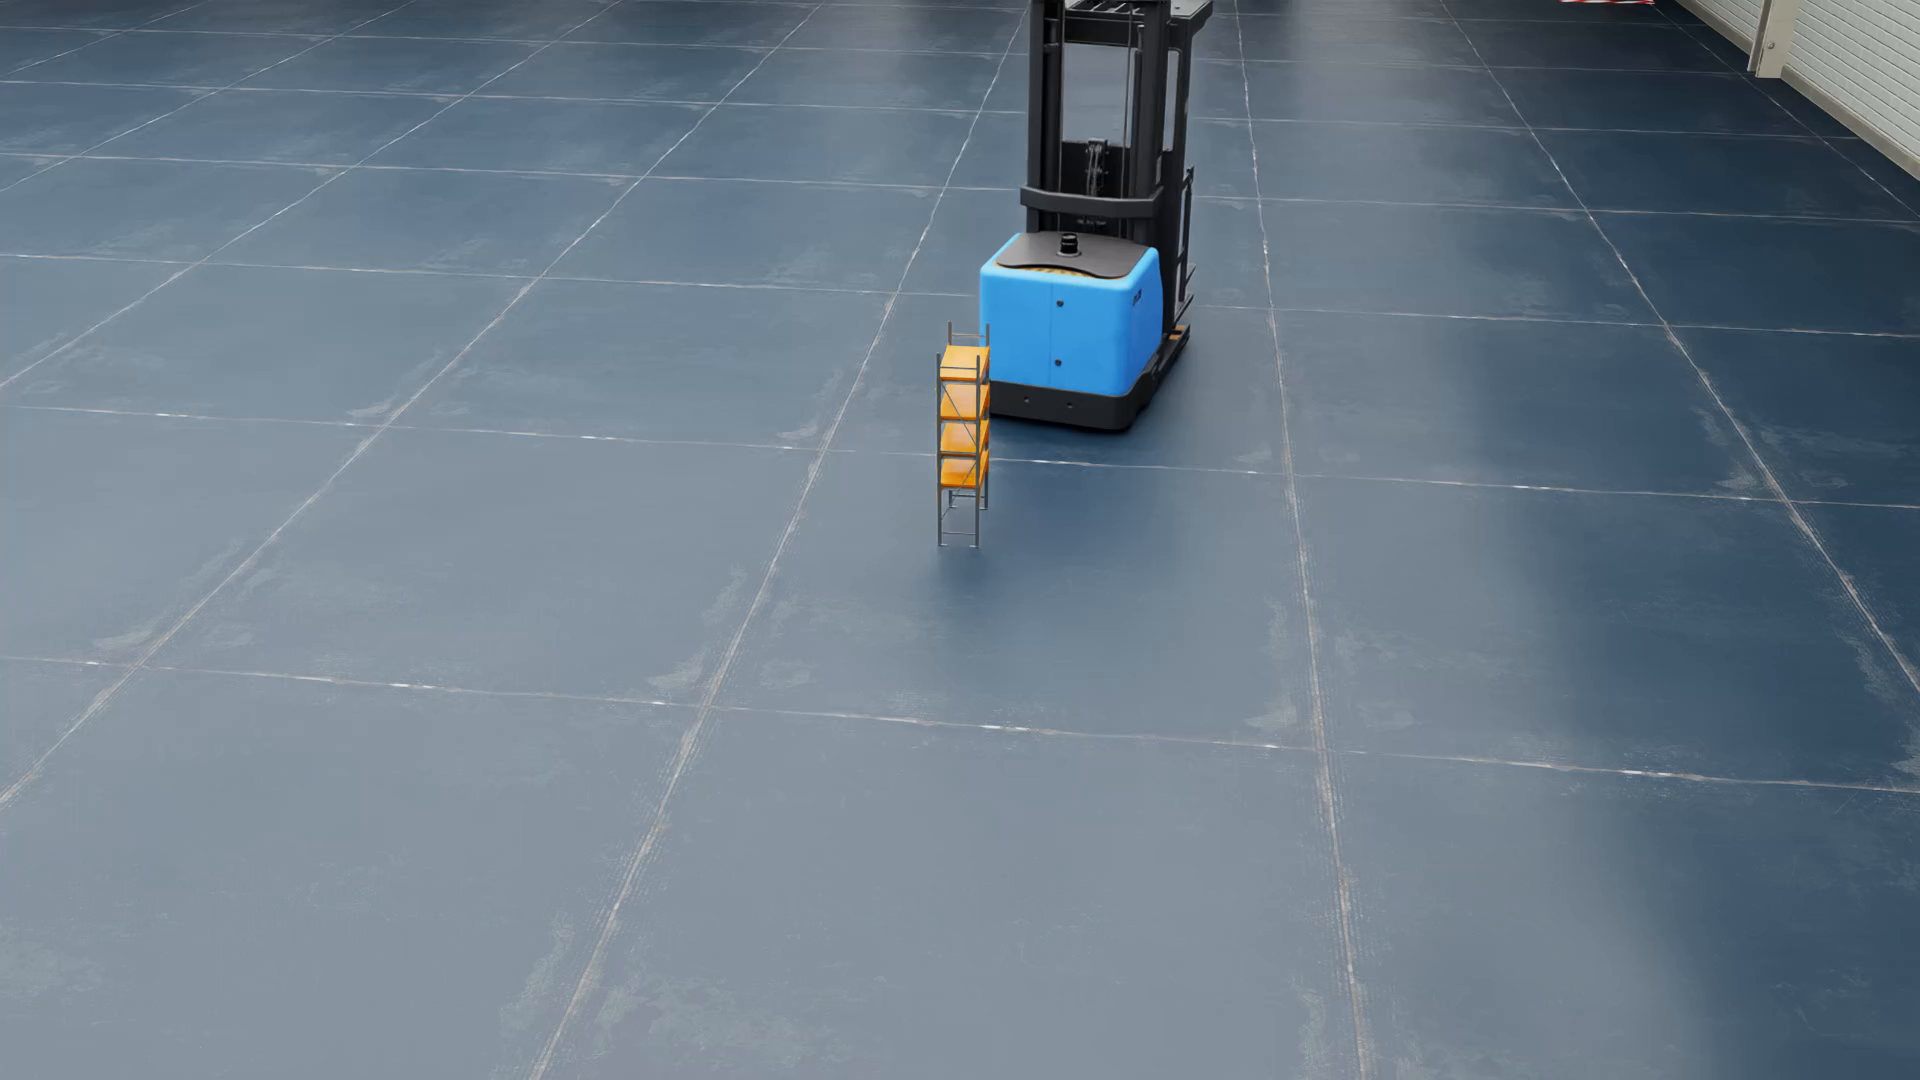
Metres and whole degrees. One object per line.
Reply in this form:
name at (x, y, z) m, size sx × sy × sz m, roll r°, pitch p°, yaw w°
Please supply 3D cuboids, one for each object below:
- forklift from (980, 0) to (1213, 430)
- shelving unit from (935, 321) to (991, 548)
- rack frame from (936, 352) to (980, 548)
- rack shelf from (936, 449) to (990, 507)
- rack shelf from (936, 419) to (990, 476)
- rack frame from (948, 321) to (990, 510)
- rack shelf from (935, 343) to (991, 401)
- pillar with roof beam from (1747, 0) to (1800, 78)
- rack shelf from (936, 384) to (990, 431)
forklift at (1.081, -2.696, 11.665) m, size 1.130 × 2.935 × 3.031 m, roll 9°, pitch 30°, yaw 17°
shelving unit at (0.020, -0.606, 9.610) m, size 0.258 × 1.200 × 0.503 m, roll 3°, pitch 28°, yaw 6°
rack frame at (-0.010, -0.491, 9.397) m, size 0.240 × 1.200 × 0.015 m, roll 3°, pitch 28°, yaw 6°
rack shelf at (0.020, -0.372, 9.736) m, size 0.258 × 0.148 × 0.480 m, roll 3°, pitch 28°, yaw 6°
rack shelf at (0.020, -0.547, 9.642) m, size 0.258 × 0.148 × 0.480 m, roll 3°, pitch 28°, yaw 6°
rack frame at (0.050, -0.721, 9.823) m, size 0.240 × 1.200 × 0.015 m, roll 3°, pitch 28°, yaw 6°
rack shelf at (0.020, -0.952, 9.424) m, size 0.258 × 0.148 × 0.480 m, roll 3°, pitch 28°, yaw 6°
pillar with roof beam at (5.564, -9.908, 18.653) m, size 9.100 × 9.000 × 0.400 m, roll 3°, pitch 28°, yaw 6°
rack shelf at (0.020, -0.744, 9.536) m, size 0.258 × 0.148 × 0.480 m, roll 3°, pitch 28°, yaw 6°
